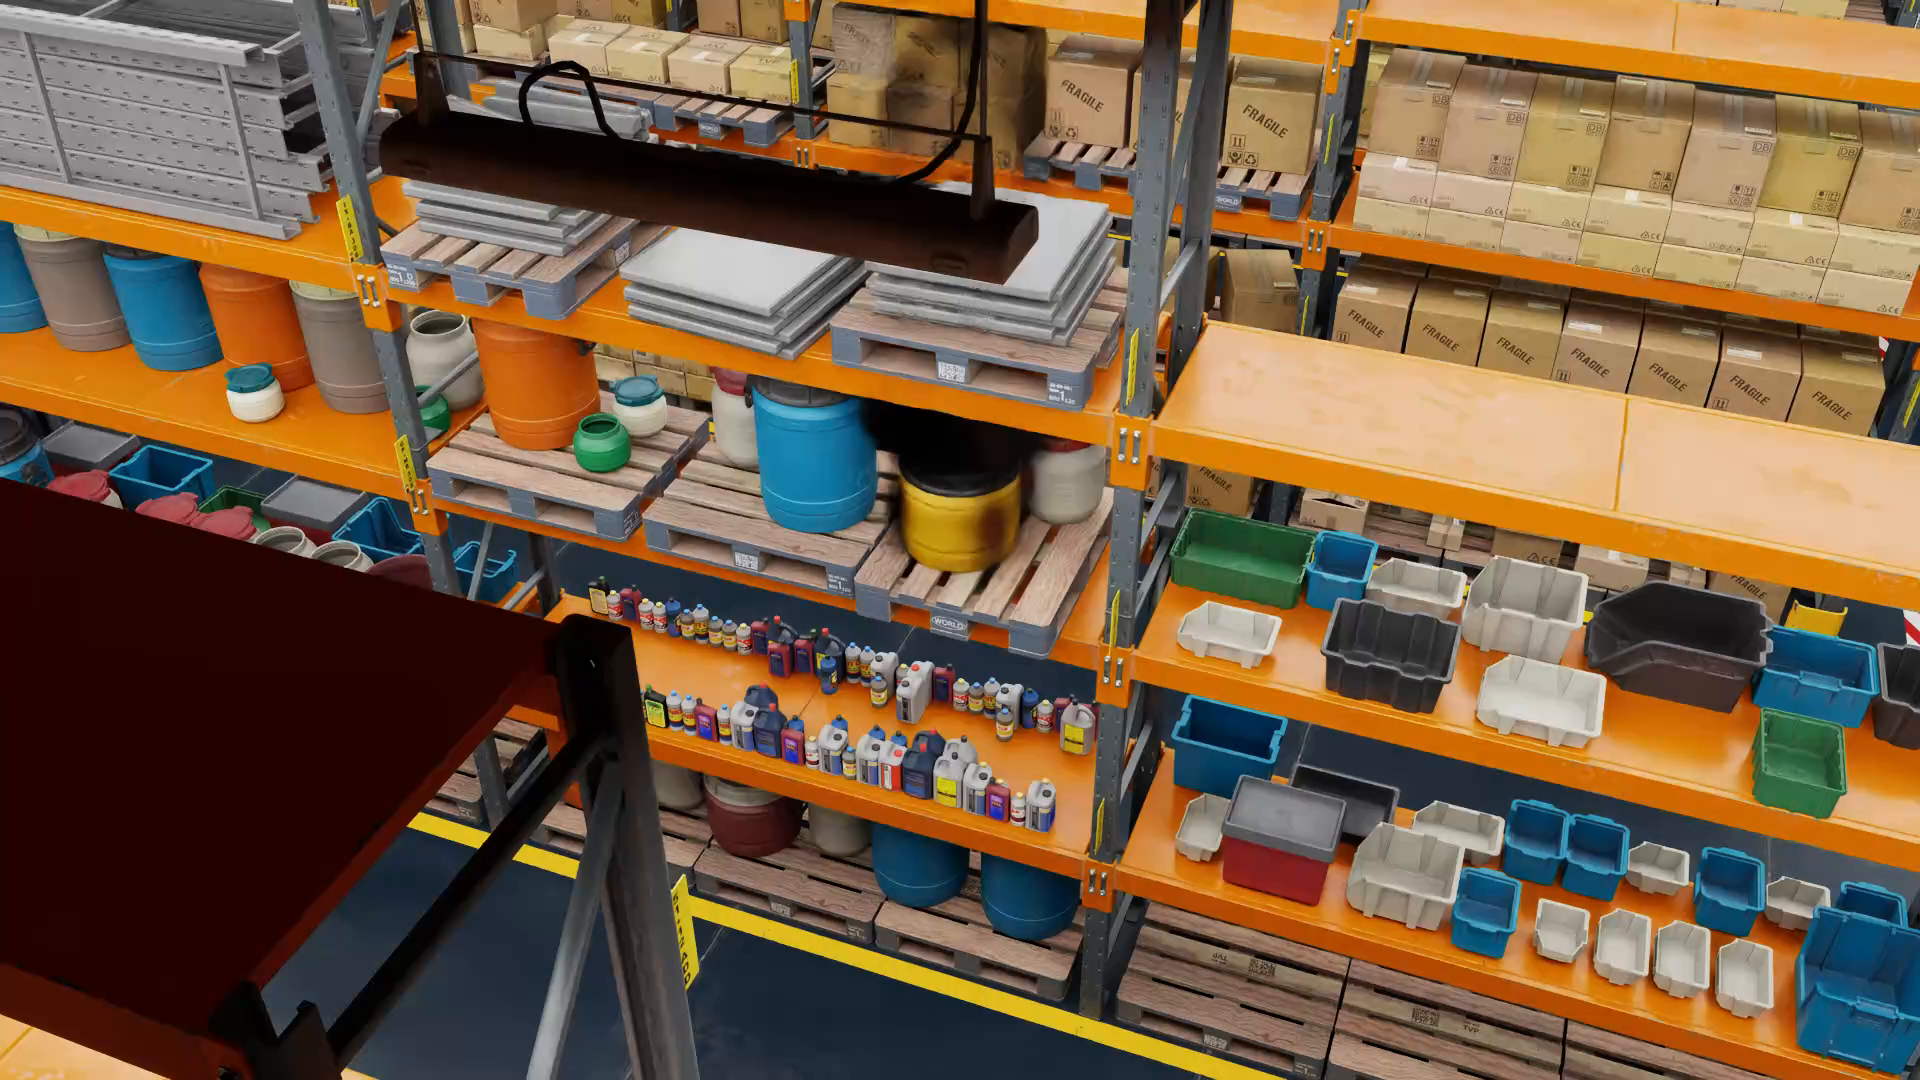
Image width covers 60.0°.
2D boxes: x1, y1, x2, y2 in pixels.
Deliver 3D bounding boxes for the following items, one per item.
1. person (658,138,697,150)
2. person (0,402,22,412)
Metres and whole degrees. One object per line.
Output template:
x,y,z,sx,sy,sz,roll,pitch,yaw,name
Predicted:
-2.782,-3.500,16.896,0.867,1.434,0.568,2,37,3,person
-7.961,-1.554,14.074,0.933,1.652,0.598,-3,37,-4,person
